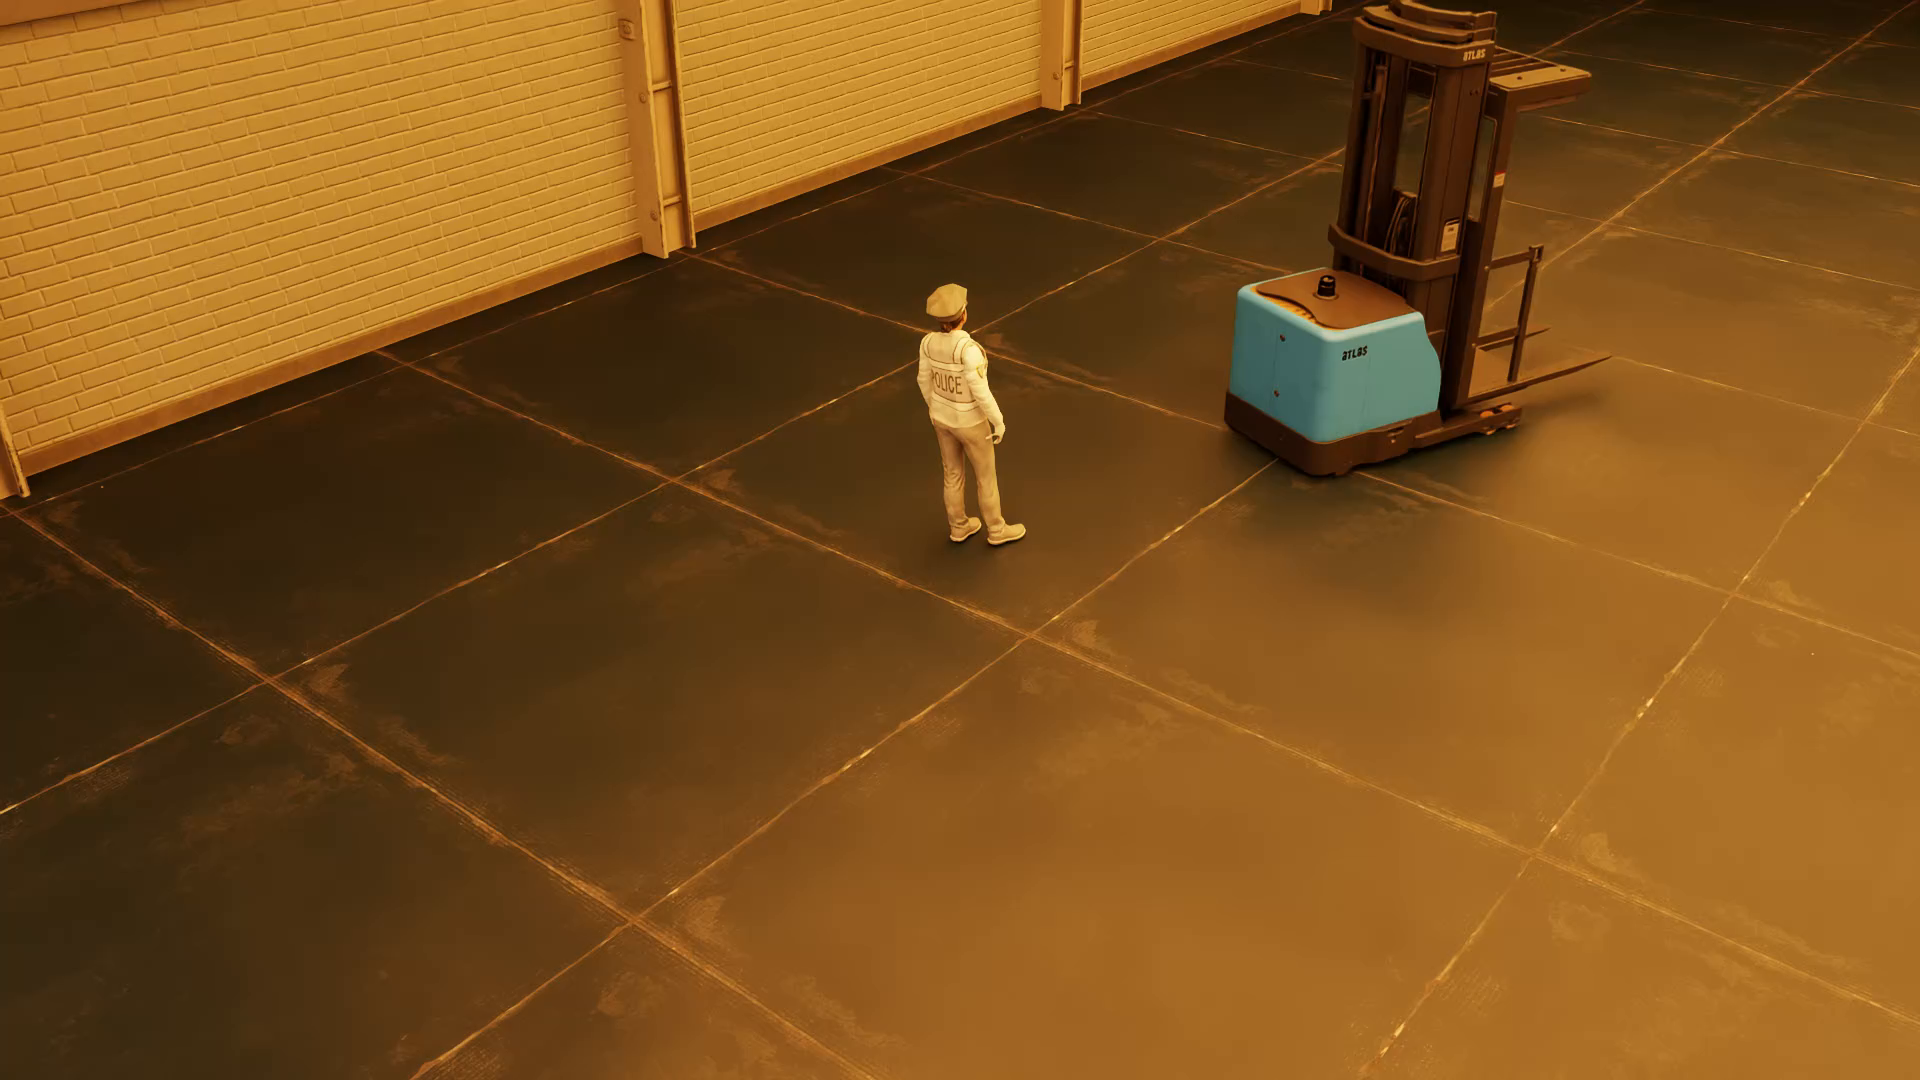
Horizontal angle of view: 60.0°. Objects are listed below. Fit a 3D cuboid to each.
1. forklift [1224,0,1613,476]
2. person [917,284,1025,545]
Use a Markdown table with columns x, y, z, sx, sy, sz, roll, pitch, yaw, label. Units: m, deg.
| x | y | z | sx | sy | sz | roll | pitch | yaw | label |
| --- | --- | --- | --- | --- | --- | --- | --- | --- | --- |
| 3.410 | -2.226 | 11.404 | 3.031 | 2.935 | 1.130 | -16 | 34 | -26 | forklift |
| 0.048 | -0.763 | 10.111 | 0.588 | 1.695 | 0.531 | 22 | 37 | 33 | person |
